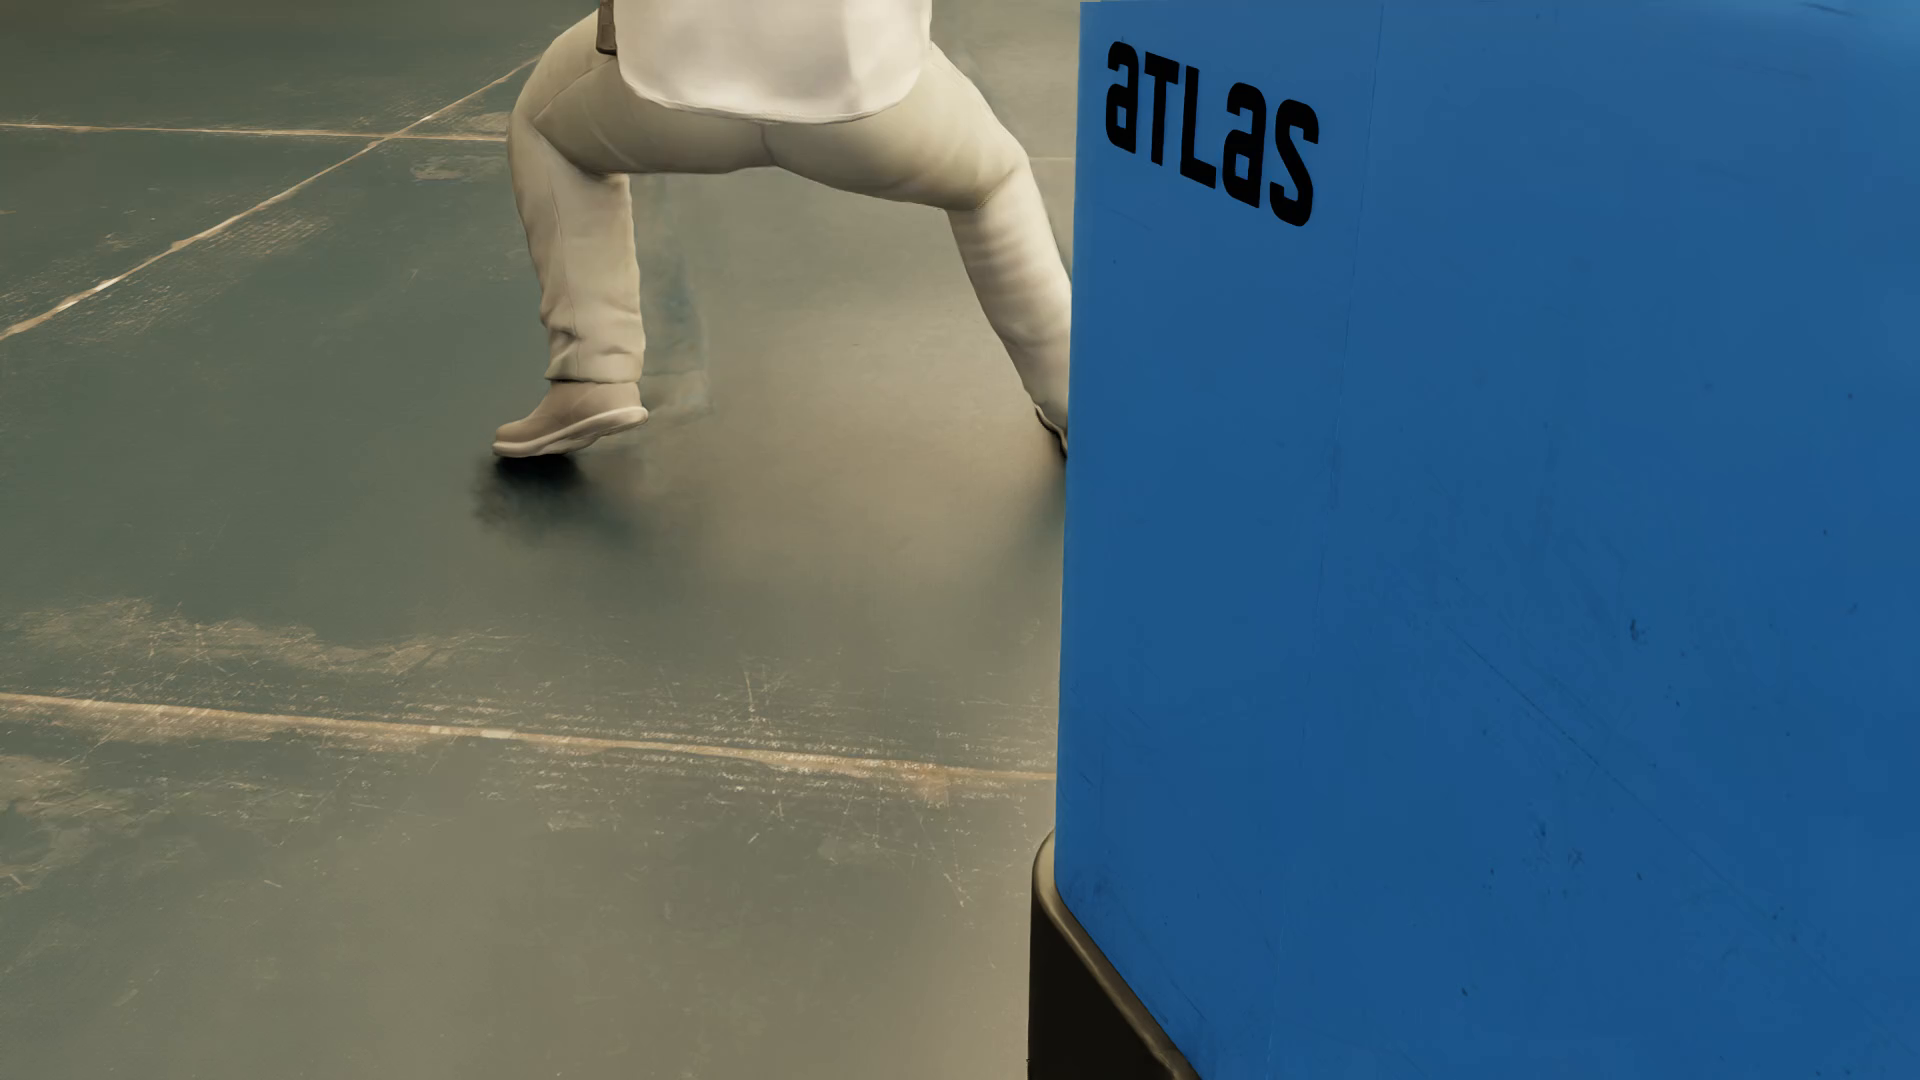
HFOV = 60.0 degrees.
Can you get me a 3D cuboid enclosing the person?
[{"bbox_3d":[-0.248,-0.817,2.437,1.044,1.526,0.772,1,27,1],"label":"person"}]
